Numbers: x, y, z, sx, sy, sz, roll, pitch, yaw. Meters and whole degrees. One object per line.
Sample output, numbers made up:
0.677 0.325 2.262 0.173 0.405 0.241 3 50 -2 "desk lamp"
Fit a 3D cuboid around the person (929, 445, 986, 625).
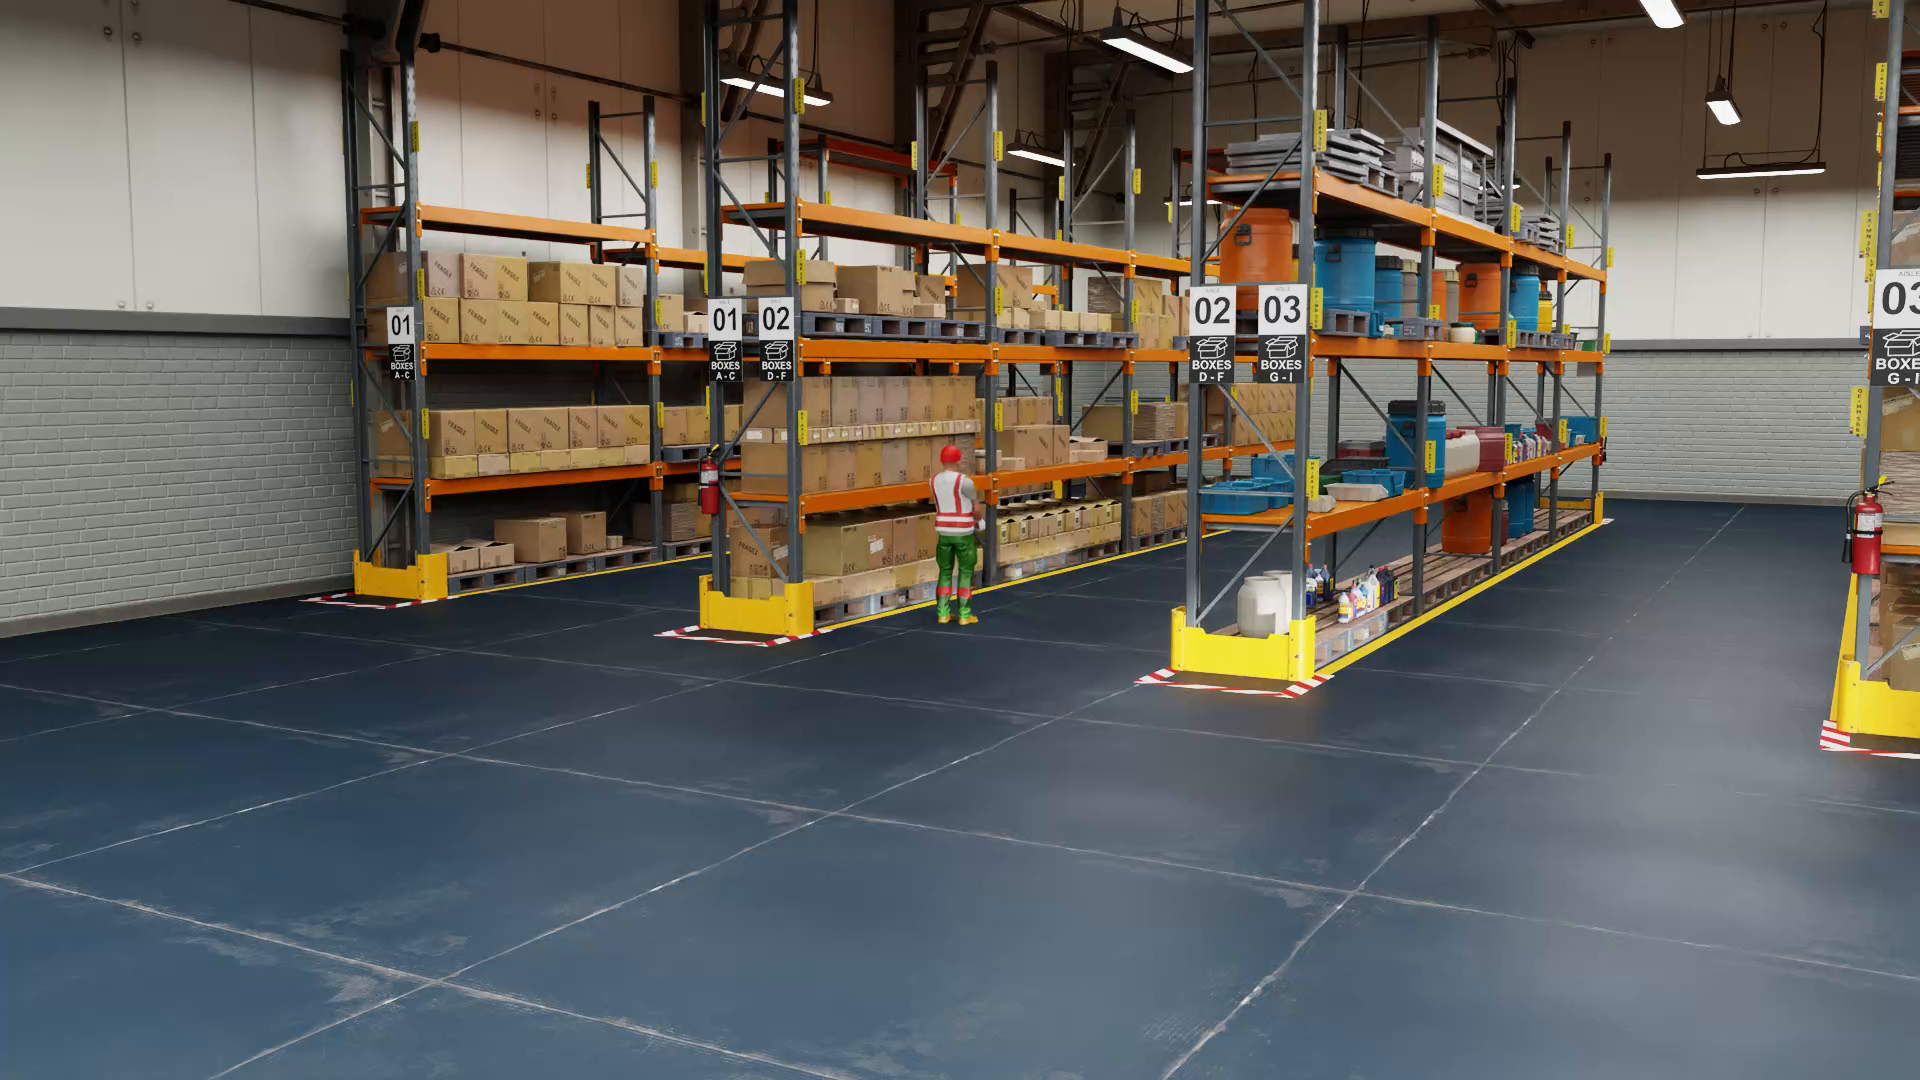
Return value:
-0.008 -0.069 16.651 0.494 1.783 0.567 3 7 30 "person"
